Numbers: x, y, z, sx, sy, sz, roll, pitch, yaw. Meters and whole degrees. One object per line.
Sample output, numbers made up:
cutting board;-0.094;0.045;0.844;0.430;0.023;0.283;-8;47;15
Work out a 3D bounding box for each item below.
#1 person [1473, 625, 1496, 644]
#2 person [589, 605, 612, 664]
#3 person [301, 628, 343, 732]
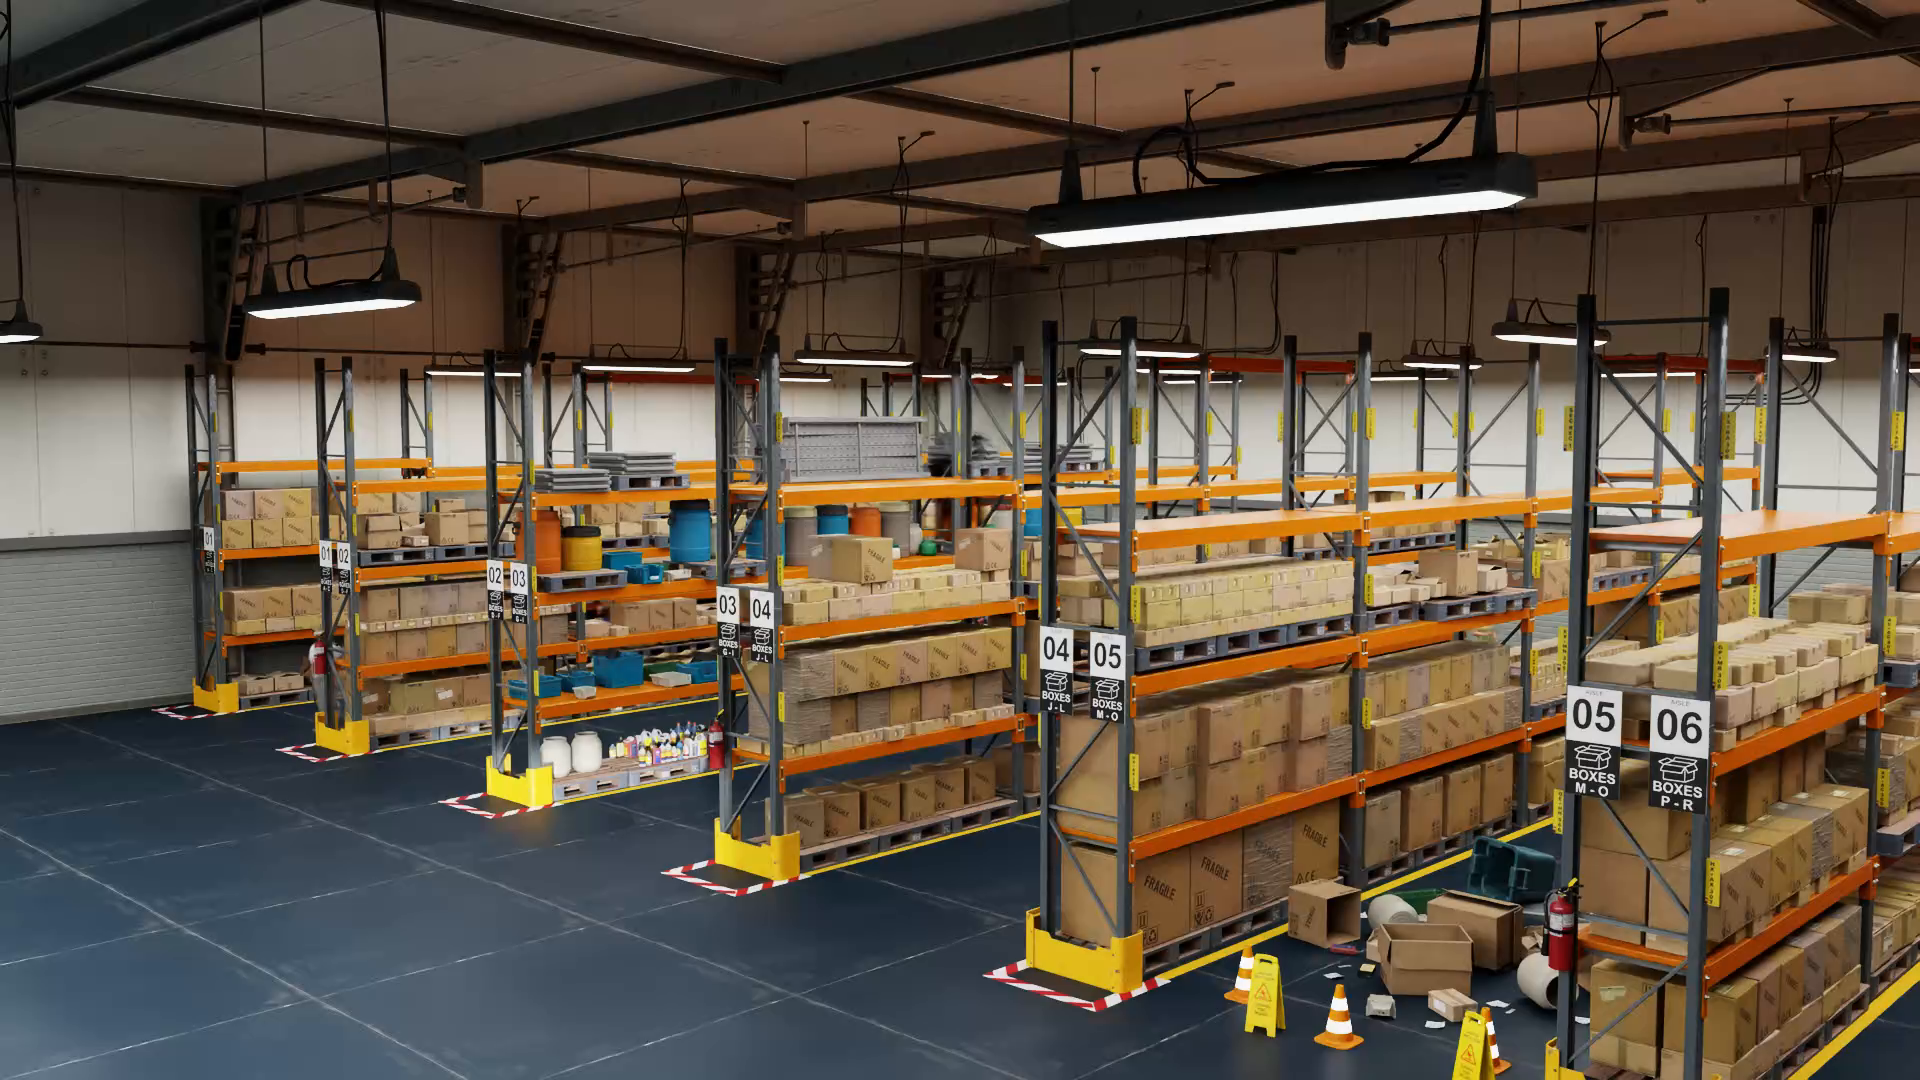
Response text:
person;9.670;2.004;30.647;0.546;1.733;0.768;-1;4;-9
person;-6.605;2.006;30.828;0.562;1.598;0.589;3;5;35
person;-10.415;2.248;27.329;0.567;1.679;0.828;1;5;14
